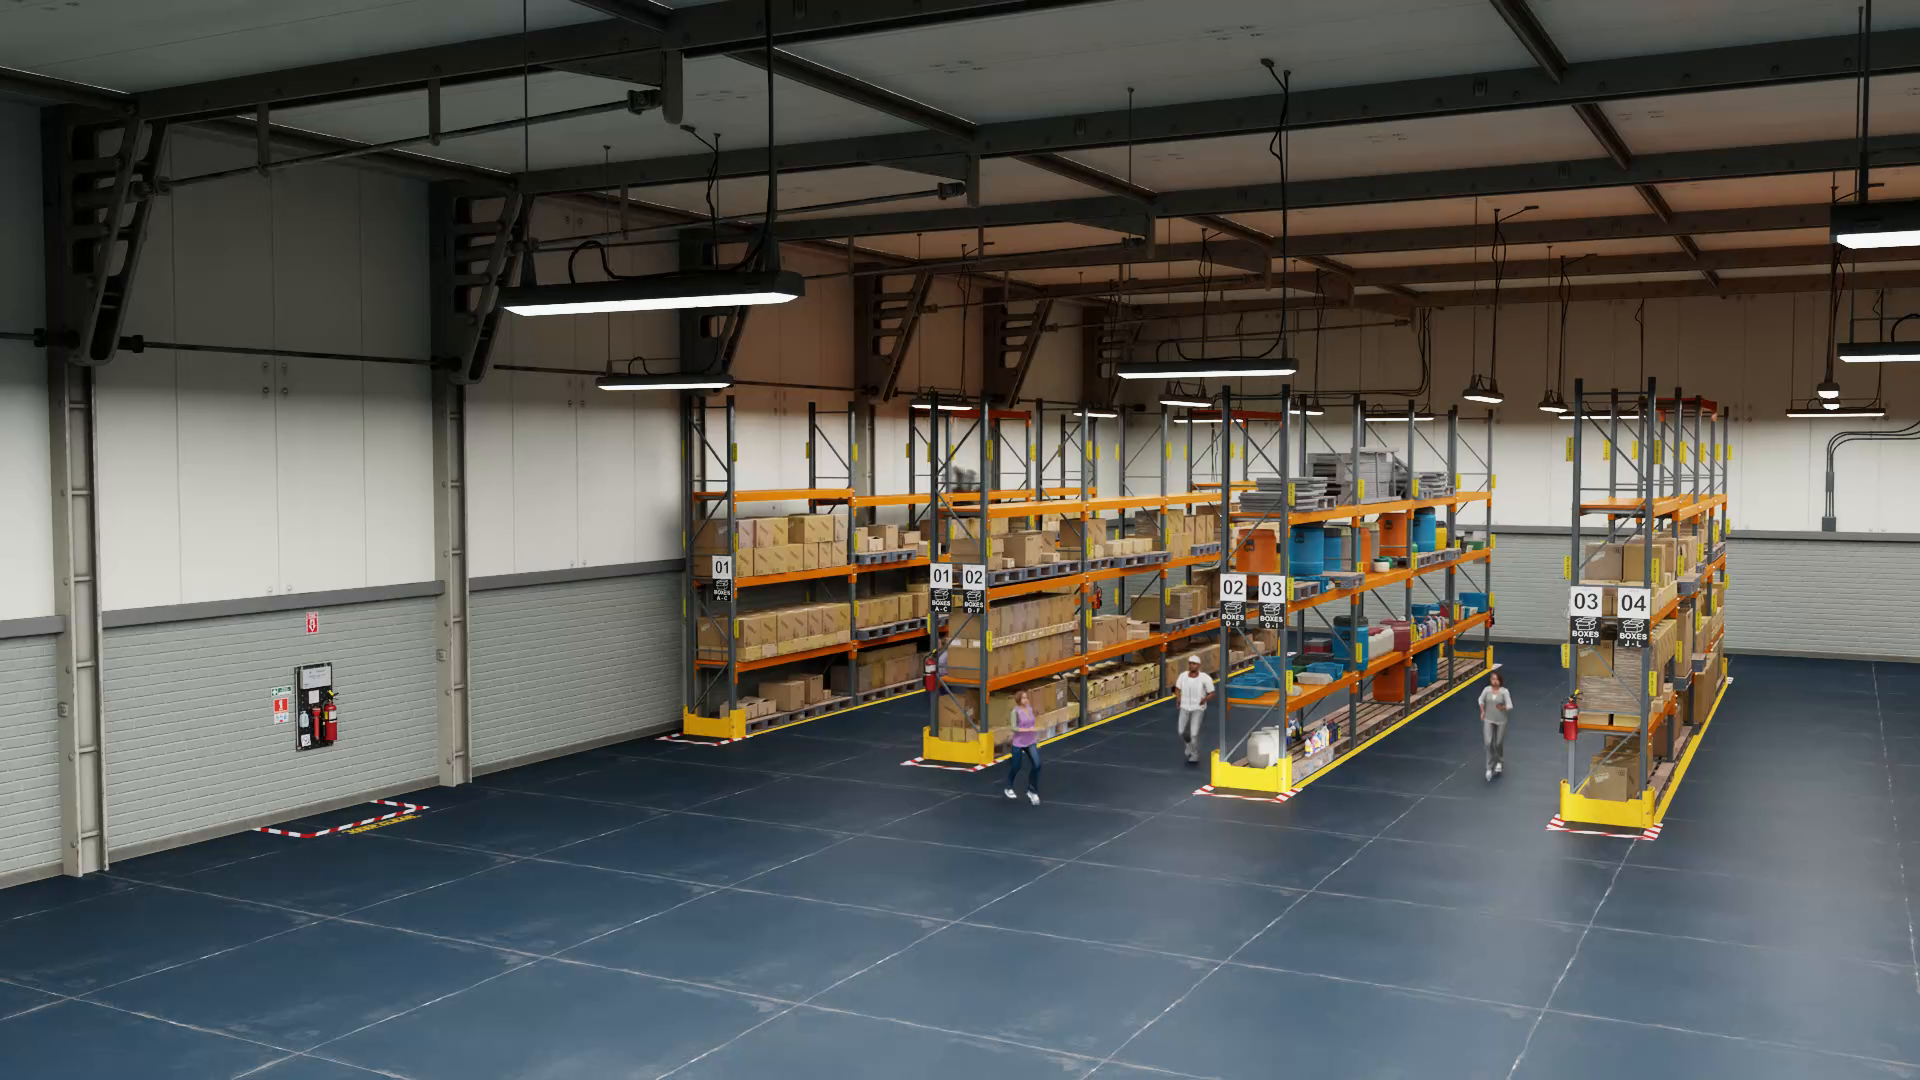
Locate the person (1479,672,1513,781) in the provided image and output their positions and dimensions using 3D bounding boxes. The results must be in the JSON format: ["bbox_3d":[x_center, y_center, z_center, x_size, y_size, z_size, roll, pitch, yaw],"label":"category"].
[{"bbox_3d":[8.244,2.848,25.623,0.522,1.636,0.690,1,3,22],"label":"person"}]

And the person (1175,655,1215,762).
[{"bbox_3d":[3.742,2.724,26.836,0.695,1.718,0.546,1,3,25],"label":"person"}]

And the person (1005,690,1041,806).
[{"bbox_3d":[0.911,2.951,23.683,0.507,1.638,0.727,-2,3,-30],"label":"person"}]

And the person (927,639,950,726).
[{"bbox_3d":[-0.362,2.617,30.589,0.622,1.608,0.689,1,3,19],"label":"person"}]
